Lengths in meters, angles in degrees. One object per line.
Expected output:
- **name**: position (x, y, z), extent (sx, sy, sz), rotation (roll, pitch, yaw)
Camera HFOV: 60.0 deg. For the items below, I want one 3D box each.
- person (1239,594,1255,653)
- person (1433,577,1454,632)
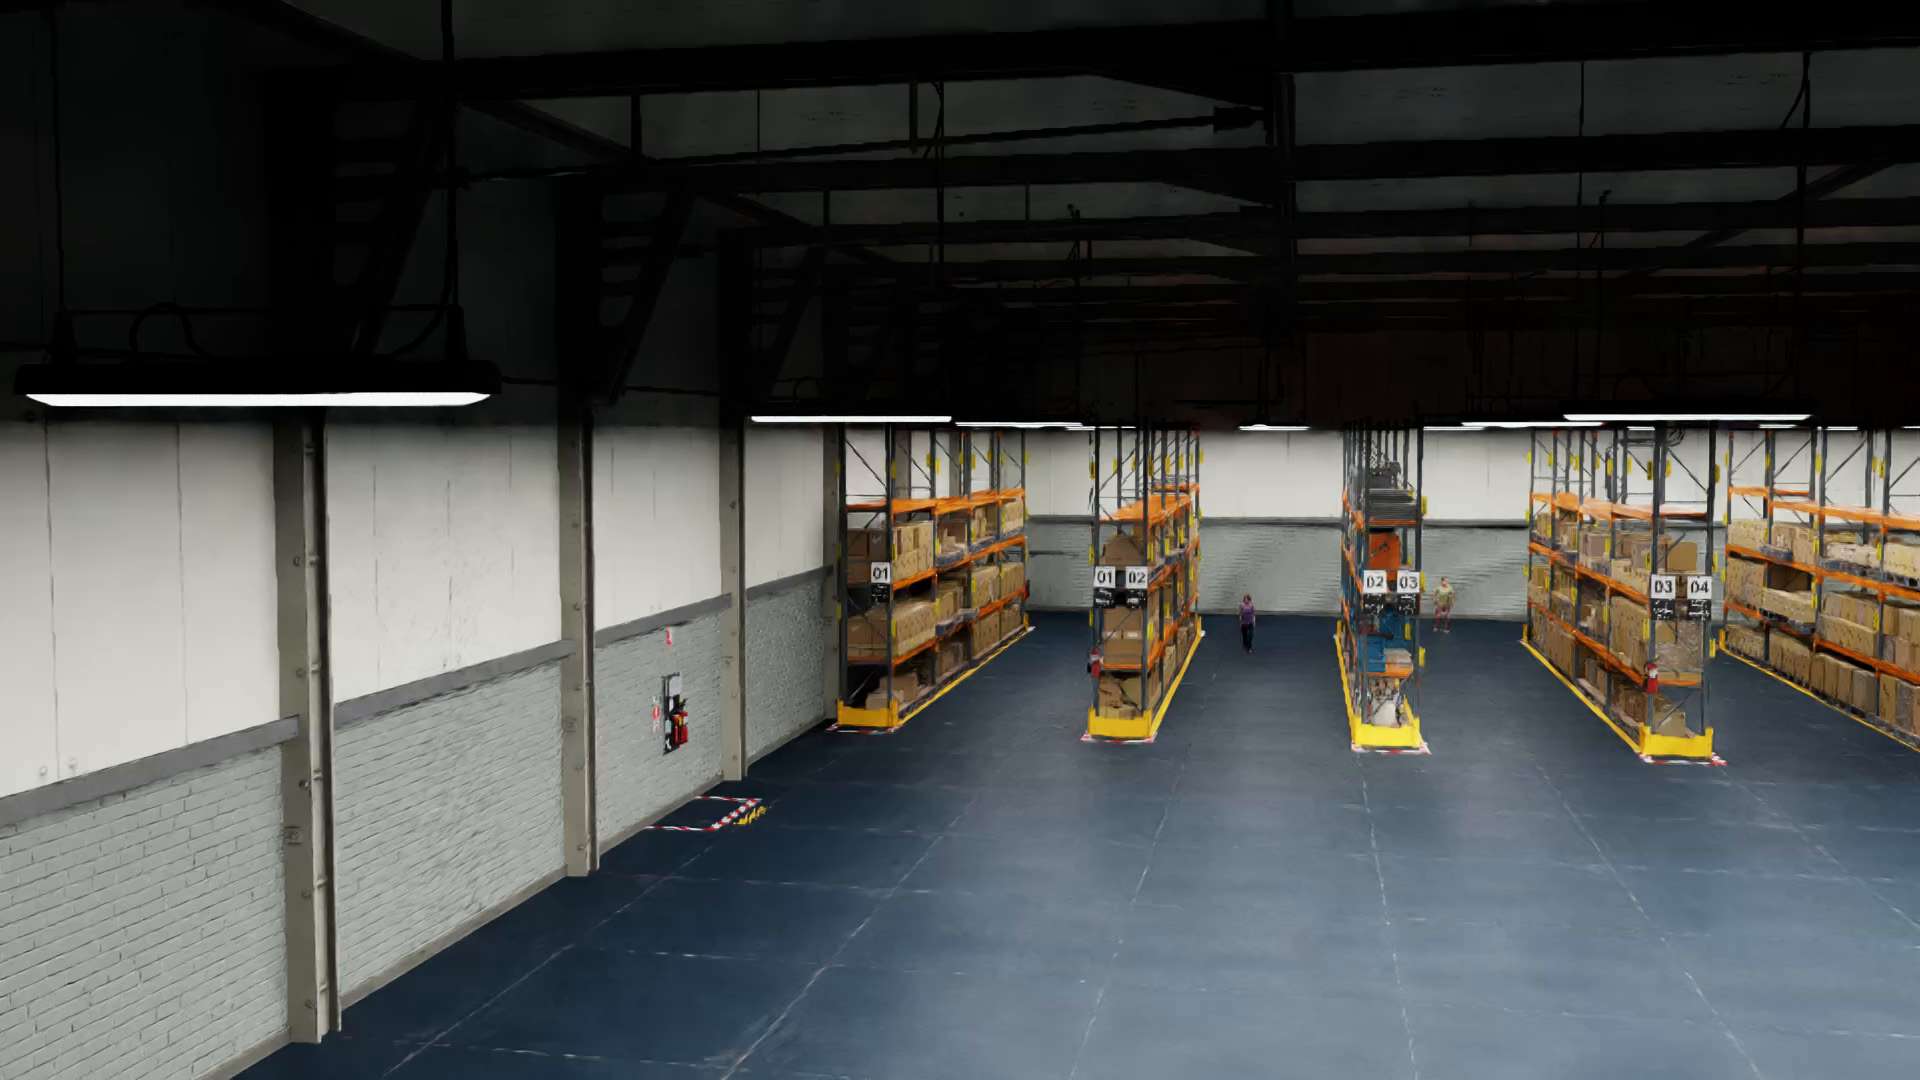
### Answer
- **person**: position (7.442, 2.150, 43.168), extent (0.417, 1.517, 1.037), rotation (1, 4, 14)
- **person**: position (13.804, 1.841, 47.494), extent (0.598, 1.619, 0.507), rotation (1, 4, 9)
